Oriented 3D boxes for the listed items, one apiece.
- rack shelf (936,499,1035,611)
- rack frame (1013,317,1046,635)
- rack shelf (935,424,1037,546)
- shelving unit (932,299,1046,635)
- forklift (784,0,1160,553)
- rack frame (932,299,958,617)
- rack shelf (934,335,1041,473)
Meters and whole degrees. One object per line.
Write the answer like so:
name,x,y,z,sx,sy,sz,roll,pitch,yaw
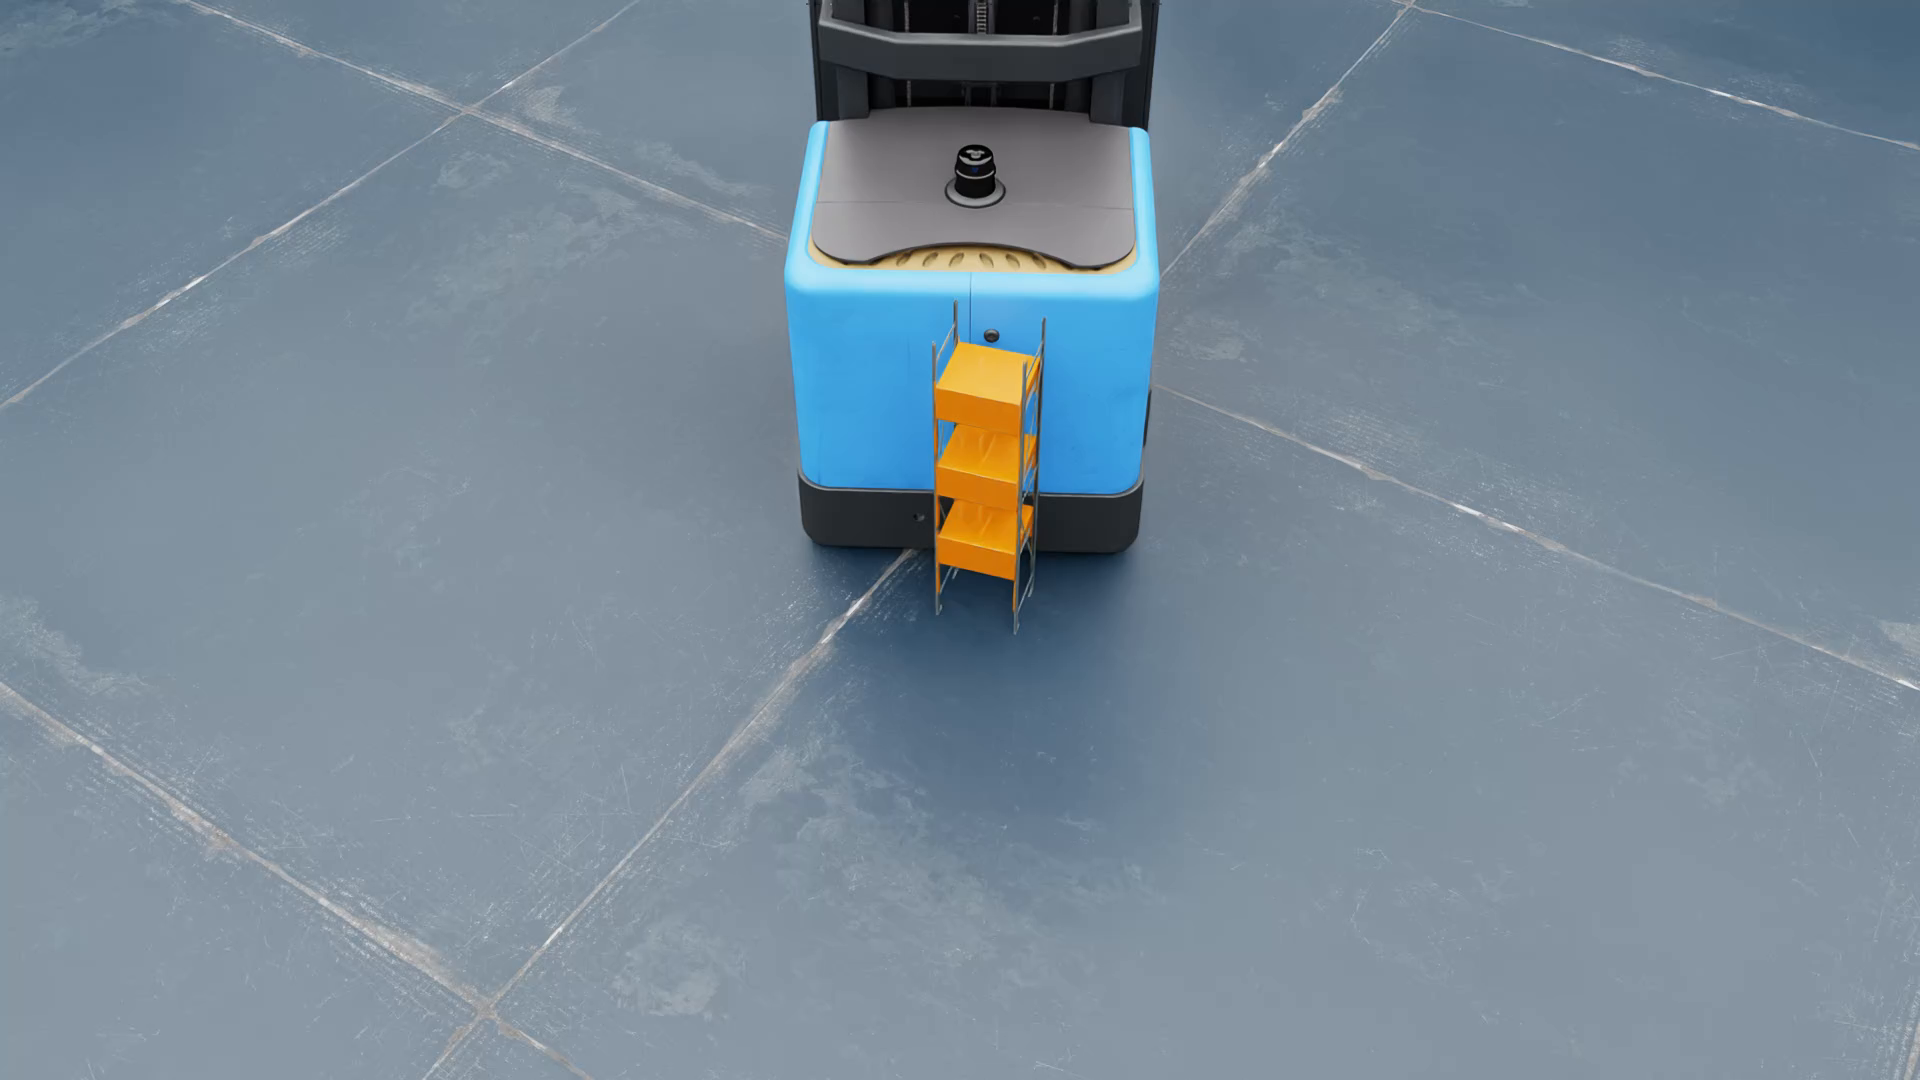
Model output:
rack shelf,0.077,0.024,4.897,0.240,0.259,0.215,13,47,12
rack frame,0.193,-0.151,4.664,0.008,1.050,0.200,13,47,12
rack shelf,0.077,-0.170,4.697,0.240,0.259,0.215,13,47,12
shelving unit,0.077,-0.177,4.690,0.252,1.050,0.215,13,47,12
forklift,0.084,-2.028,5.177,1.130,2.935,3.031,2,46,1
rack frame,-0.040,-0.203,4.716,0.008,1.050,0.200,13,47,12
rack shelf,0.077,-0.367,4.494,0.240,0.259,0.215,13,47,12
